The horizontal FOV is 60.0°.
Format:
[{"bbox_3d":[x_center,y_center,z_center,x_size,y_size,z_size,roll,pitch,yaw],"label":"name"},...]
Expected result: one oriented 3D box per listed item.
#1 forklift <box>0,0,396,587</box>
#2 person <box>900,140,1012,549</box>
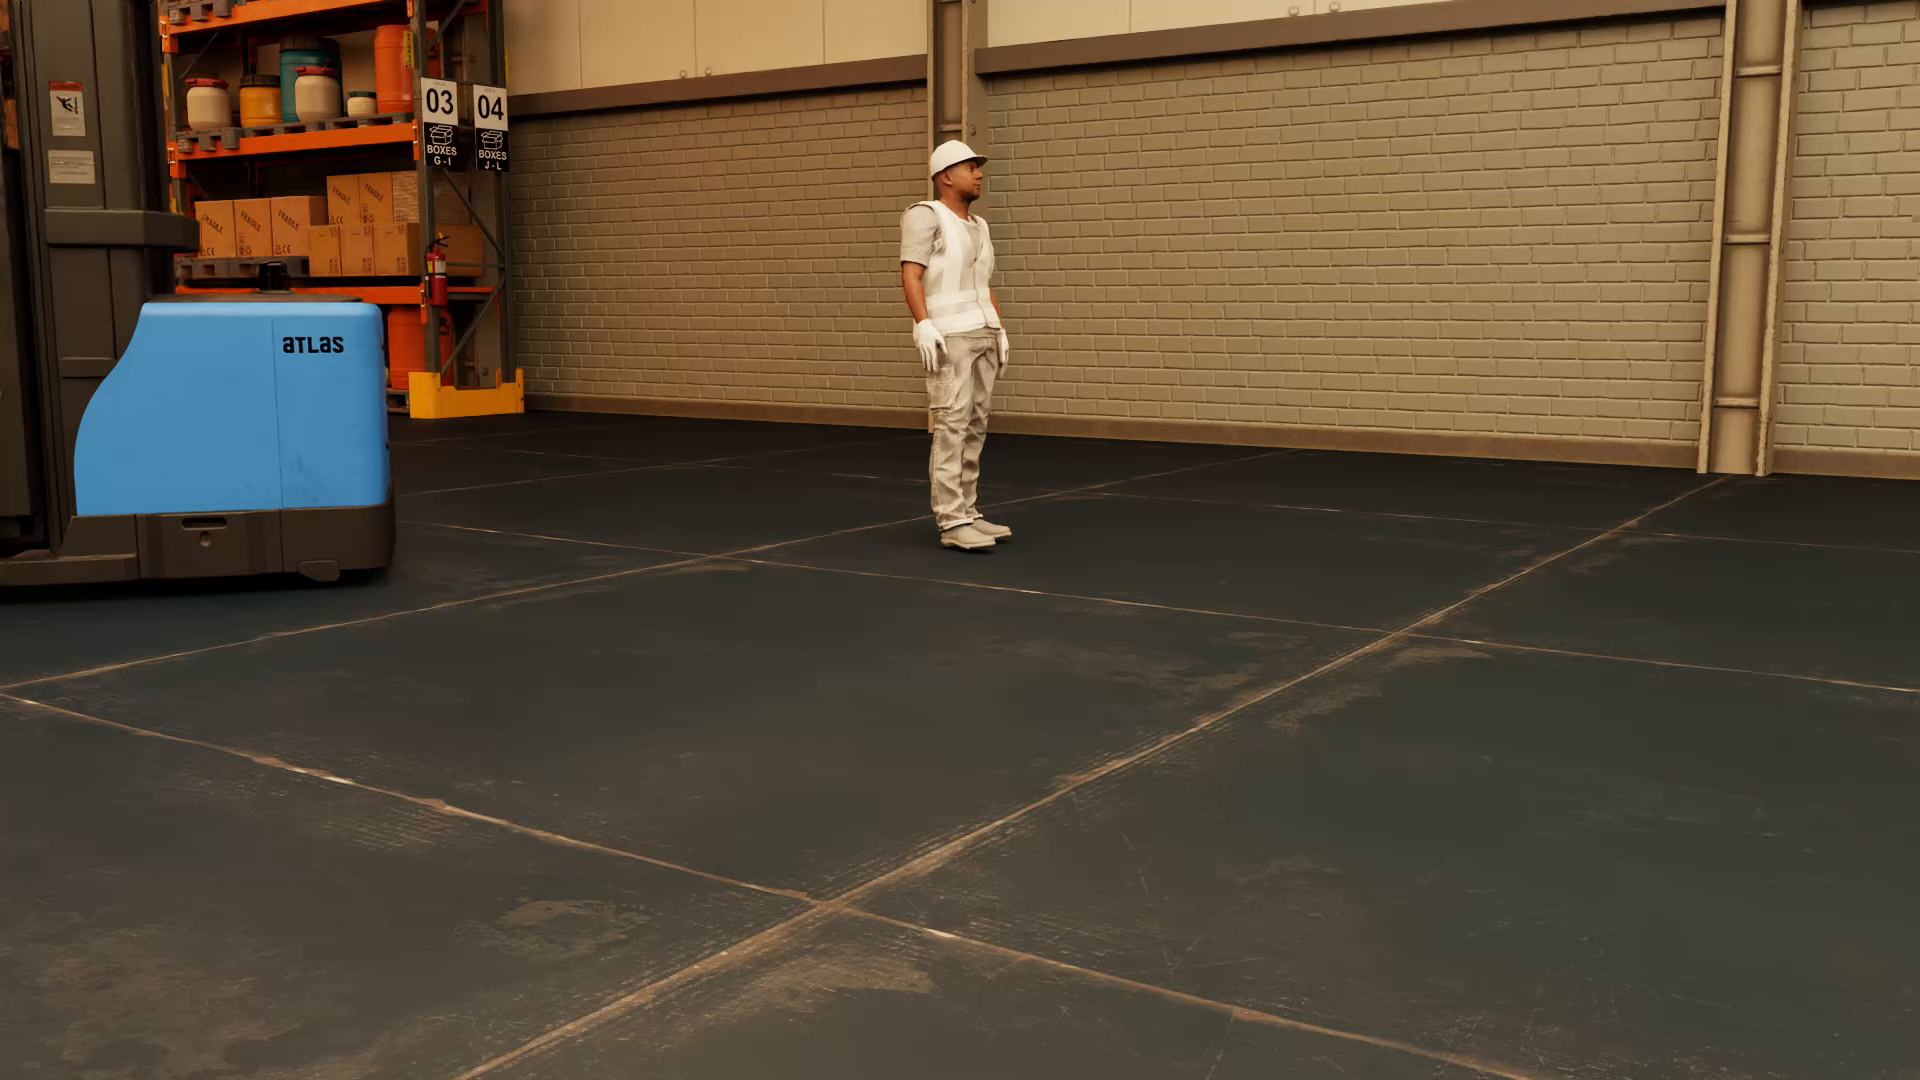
[{"bbox_3d":[-3.773,-1.279,6.189,3.031,2.935,1.130,-3,8,-17],"label":"forklift"},{"bbox_3d":[0.056,-0.883,7.431,0.575,1.784,0.656,5,10,34],"label":"person"}]
